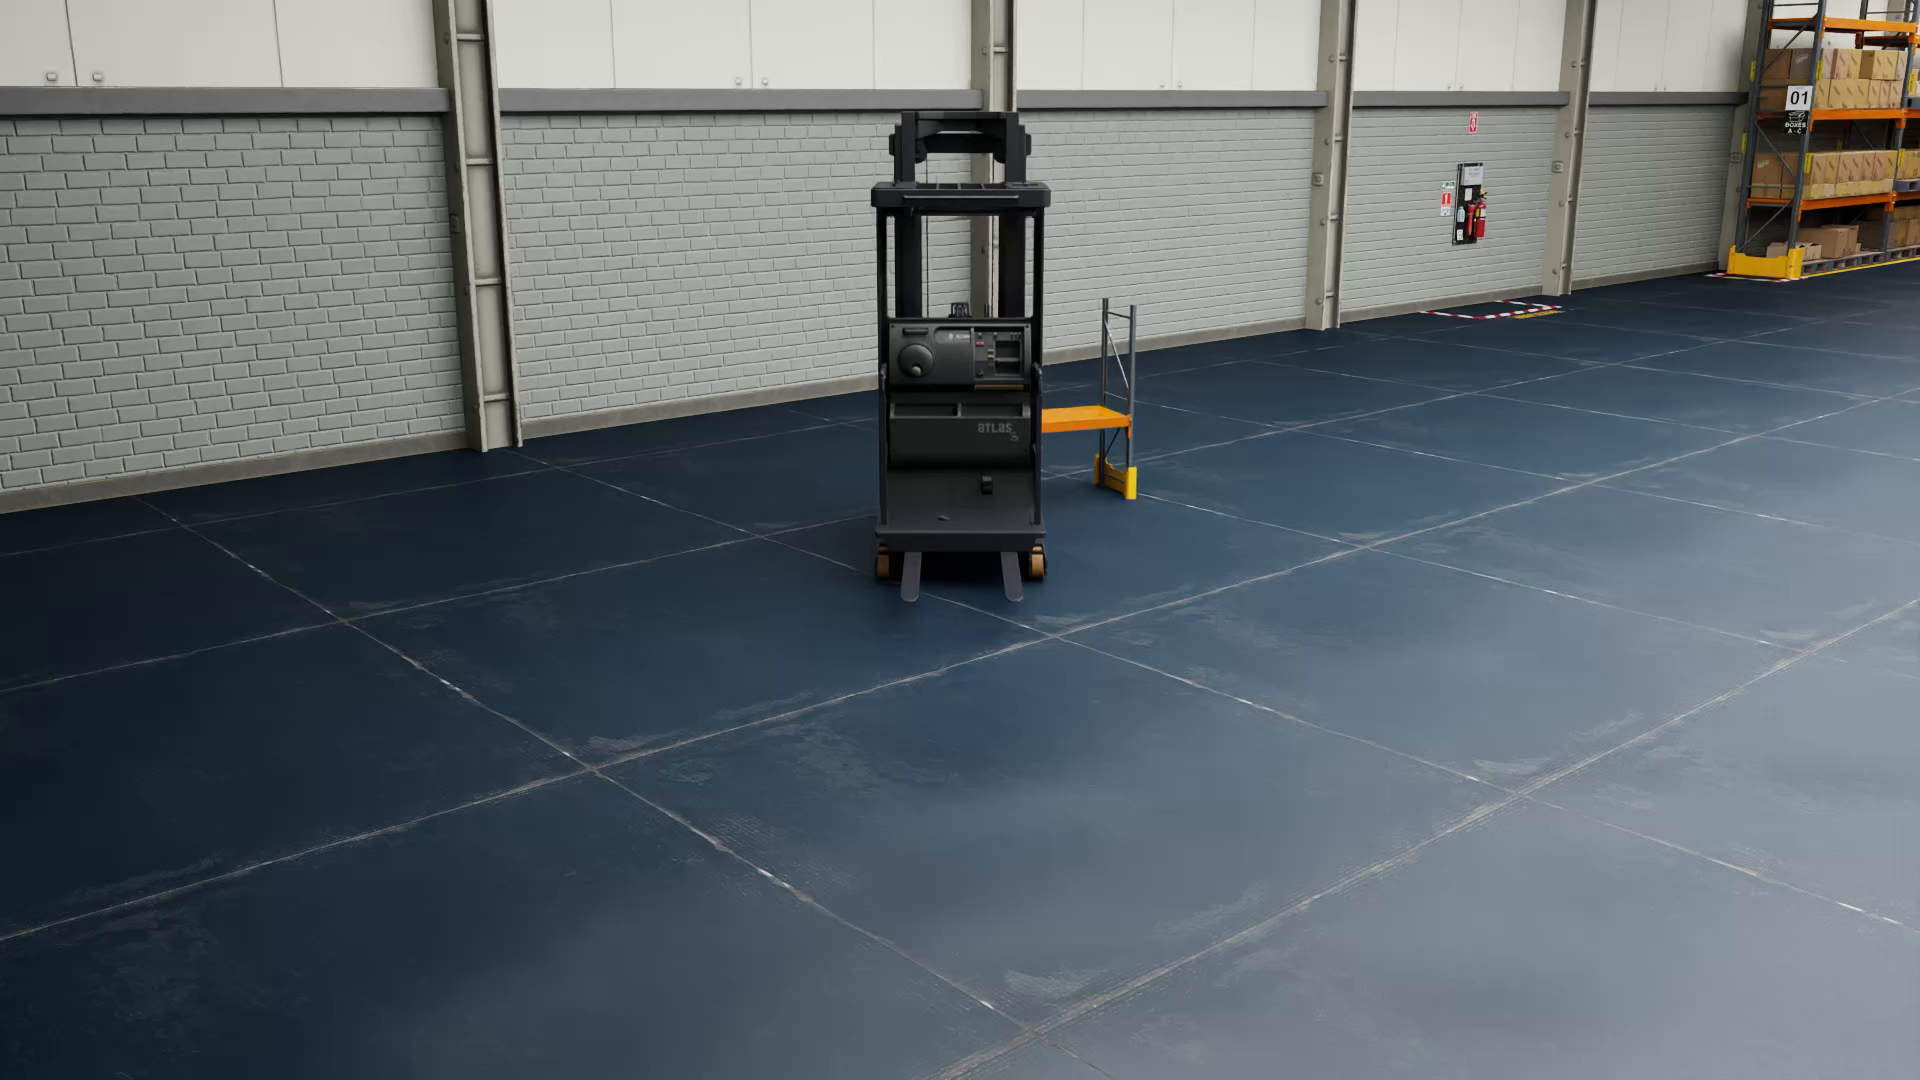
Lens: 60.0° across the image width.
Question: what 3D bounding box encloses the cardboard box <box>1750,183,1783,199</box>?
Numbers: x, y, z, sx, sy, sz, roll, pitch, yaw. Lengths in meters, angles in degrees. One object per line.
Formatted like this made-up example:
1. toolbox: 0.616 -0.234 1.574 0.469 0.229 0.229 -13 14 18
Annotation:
1. cardboard box: 14.207 -6.120 29.100 0.500 0.250 0.500 -12 19 -39

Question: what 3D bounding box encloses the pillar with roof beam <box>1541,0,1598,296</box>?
1. pillar with roof beam: 12.242 -7.396 22.002 0.400 9.000 9.100 -13 19 -39

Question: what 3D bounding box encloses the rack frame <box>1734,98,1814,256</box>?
1. rack frame: 13.982 -6.065 28.645 0.127 3.000 1.000 -13 19 -39

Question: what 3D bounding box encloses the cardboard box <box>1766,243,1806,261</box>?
1. cardboard box: 14.563 -5.079 29.308 0.500 0.311 0.500 13 20 41

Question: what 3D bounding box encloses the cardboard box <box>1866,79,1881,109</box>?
1. cardboard box: 15.998 -7.932 29.588 0.500 0.500 0.500 -14 20 -41

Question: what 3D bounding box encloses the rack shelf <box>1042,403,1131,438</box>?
1. rack shelf: 0.758 -0.890 12.872 1.000 0.185 0.538 -6 16 -22

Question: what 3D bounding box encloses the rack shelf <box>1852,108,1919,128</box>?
1. rack shelf: 18.508 -8.184 32.156 4.000 0.370 1.077 -13 19 -39

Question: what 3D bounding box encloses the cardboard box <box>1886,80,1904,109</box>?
1. cardboard box: 16.779 -8.116 30.277 0.500 0.500 0.500 -12 19 -38

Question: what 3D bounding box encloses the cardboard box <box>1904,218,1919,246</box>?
1. cardboard box: 18.312 -6.052 32.585 0.500 0.500 0.700 -12 19 -39

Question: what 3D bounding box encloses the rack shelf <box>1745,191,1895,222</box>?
1. rack shelf: 15.491 -6.057 30.006 4.000 0.370 1.077 -13 19 -39

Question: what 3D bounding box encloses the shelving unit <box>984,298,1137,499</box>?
1. shelving unit: 0.767 -1.065 12.829 1.083 1.500 0.587 -6 16 -22

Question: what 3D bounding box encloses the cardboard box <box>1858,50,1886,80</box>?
1. cardboard box: 16.006 -8.410 29.441 0.500 0.500 0.500 -14 20 -41

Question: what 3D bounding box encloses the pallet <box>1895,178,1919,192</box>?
1. pallet: 17.672 -6.752 31.585 1.213 0.211 1.003 -13 19 -39

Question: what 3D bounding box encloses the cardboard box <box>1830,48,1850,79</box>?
1. cardboard box: 14.844 -8.149 28.462 0.500 0.500 0.500 -13 20 -40

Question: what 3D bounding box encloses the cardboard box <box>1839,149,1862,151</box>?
1. cardboard box: 16.508 -7.004 30.956 0.500 0.500 0.500 -13 20 -41

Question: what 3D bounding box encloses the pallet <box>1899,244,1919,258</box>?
1. pallet: 18.507 -5.736 32.814 1.213 0.211 1.003 -13 19 -39

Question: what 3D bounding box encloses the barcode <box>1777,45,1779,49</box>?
1. barcode: 14.189 -8.553 28.853 0.075 0.075 0.001 -13 19 -39

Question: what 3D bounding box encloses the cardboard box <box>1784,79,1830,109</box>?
1. cardboard box: 14.398 -7.581 28.272 0.500 0.500 0.500 -12 19 -38

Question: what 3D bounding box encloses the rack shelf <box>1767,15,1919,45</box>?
1. rack shelf: 15.491 -8.954 29.233 4.000 0.370 1.077 -13 19 -39

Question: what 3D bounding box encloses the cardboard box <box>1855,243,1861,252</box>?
1. cardboard box: 16.616 -5.490 31.130 0.380 0.166 0.250 13 20 40

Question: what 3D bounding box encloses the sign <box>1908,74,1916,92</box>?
1. sign: 17.362 -8.338 30.337 0.005 0.325 0.100 -13 19 -39

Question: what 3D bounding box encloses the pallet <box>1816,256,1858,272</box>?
1. pallet: 15.595 -5.067 30.312 1.213 0.211 1.003 -13 19 -39

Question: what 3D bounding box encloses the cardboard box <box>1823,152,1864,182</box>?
1. cardboard box: 15.694 -6.645 29.614 0.500 0.500 0.500 -12 19 -38

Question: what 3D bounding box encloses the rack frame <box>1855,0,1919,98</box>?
1. rack frame: 17.000 -9.641 30.408 0.127 3.000 1.000 -13 19 -39

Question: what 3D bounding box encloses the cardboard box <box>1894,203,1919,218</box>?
1. cardboard box: 18.652 -6.483 32.747 0.500 0.250 0.500 -13 20 -40

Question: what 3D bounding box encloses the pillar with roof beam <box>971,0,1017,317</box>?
1. pillar with roof beam: 3.189 -5.363 14.392 0.400 9.000 9.100 -13 19 -39

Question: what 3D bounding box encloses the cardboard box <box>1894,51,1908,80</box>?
1. cardboard box: 16.800 -8.596 30.135 0.500 0.500 0.500 14 20 42

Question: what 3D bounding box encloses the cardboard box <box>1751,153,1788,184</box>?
1. cardboard box: 14.198 -6.486 29.019 0.500 0.500 0.500 -13 20 -40

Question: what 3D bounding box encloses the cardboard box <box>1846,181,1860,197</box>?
1. cardboard box: 15.712 -6.285 29.717 0.500 0.250 0.500 -12 19 -39

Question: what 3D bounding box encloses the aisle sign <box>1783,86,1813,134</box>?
1. aisle sign: 14.125 -7.251 28.045 0.004 0.787 0.394 -13 19 -39

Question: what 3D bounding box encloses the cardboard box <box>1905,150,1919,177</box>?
1. cardboard box: 18.308 -7.294 32.200 0.500 0.500 0.700 -10 18 -32

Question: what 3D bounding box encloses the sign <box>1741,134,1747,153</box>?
1. sign: 13.633 -6.889 28.872 0.005 0.325 0.100 -13 19 -39

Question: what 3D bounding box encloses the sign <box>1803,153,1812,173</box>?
1. sign: 14.338 -6.378 28.138 0.005 0.325 0.100 -13 19 -39

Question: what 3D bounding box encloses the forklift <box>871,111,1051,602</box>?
1. forklift: 0.003 -1.240 10.712 1.130 2.935 3.031 0 15 0

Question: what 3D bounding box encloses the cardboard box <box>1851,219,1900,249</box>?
1. cardboard box: 17.544 -5.876 31.927 0.500 0.500 0.700 -12 19 -38

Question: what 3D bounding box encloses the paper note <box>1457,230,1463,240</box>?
1. paper note: 7.348 -4.483 24.426 0.142 0.148 0.016 -13 19 -39

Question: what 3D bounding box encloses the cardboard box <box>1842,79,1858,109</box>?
1. cardboard box: 15.216 -7.753 28.919 0.500 0.500 0.500 -12 19 -37

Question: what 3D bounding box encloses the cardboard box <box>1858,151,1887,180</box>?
1. cardboard box: 16.473 -6.817 30.256 0.500 0.500 0.500 -13 20 -40

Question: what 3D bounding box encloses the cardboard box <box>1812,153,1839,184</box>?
1. cardboard box: 14.919 -6.469 28.955 0.500 0.500 0.500 -13 19 -39

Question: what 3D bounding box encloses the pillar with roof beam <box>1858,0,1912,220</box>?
1. pillar with roof beam: 21.295 -9.429 29.613 0.400 9.000 9.100 -13 19 -39

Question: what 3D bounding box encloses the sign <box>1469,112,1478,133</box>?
1. sign: 7.455 -6.063 24.143 0.199 0.298 0.001 -13 19 -39

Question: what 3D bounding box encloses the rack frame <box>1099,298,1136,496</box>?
1. rack frame: 1.229 -1.114 13.013 0.032 1.500 0.500 -6 16 -22

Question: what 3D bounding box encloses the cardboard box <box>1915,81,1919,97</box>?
1. cardboard box: 17.929 -8.533 31.431 0.500 0.311 0.500 -12 19 -38

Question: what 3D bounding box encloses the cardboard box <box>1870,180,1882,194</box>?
1. cardboard box: 16.460 -6.458 30.367 0.500 0.250 0.500 -13 19 -39

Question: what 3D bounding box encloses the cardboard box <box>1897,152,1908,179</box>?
1. cardboard box: 17.406 -7.084 31.410 0.500 0.500 0.700 -13 19 -39

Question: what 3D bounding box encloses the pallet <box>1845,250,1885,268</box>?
1. pallet: 16.516 -5.275 31.090 1.213 0.211 1.003 -13 19 -39

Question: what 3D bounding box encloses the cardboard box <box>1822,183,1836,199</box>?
1. cardboard box: 14.941 -6.114 29.080 0.500 0.250 0.500 -13 20 -41

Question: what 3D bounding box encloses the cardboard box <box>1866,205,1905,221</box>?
1. cardboard box: 17.874 -6.313 32.112 0.500 0.250 0.500 -13 20 -41

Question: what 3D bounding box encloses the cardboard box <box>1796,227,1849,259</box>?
1. cardboard box: 15.579 -5.381 30.074 0.500 0.500 0.700 -14 21 -43

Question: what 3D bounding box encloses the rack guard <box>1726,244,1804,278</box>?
1. rack guard: 14.039 -4.871 29.016 0.348 0.500 1.175 -13 19 -39

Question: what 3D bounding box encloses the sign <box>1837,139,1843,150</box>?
1. sign: 16.633 -7.410 31.435 0.005 0.325 0.100 -13 19 -39
